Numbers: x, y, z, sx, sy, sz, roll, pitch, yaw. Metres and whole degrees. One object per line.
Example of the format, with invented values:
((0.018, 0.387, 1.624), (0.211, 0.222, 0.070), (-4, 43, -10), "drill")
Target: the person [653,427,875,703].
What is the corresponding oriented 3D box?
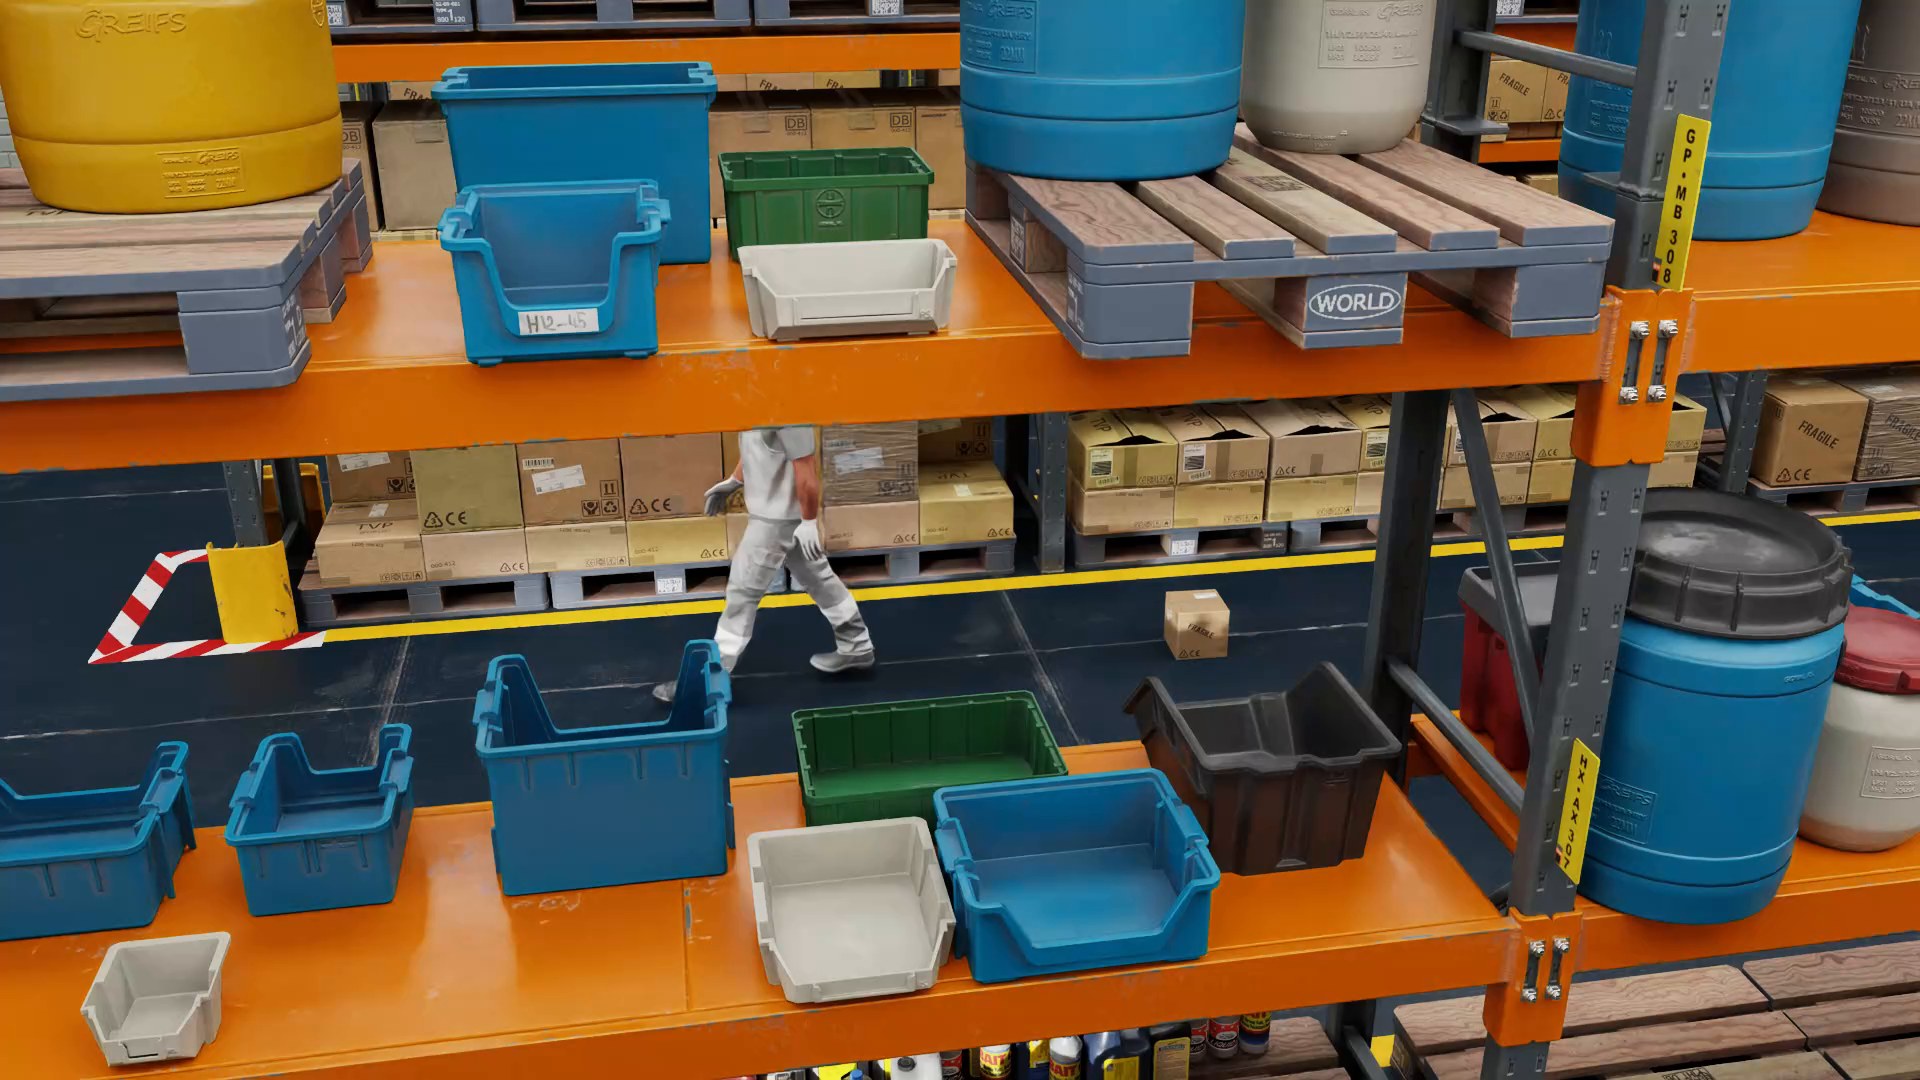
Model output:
((-0.901, -0.152, 7.368), (1.031, 1.725, 0.540), (-5, 24, -10), "person")
